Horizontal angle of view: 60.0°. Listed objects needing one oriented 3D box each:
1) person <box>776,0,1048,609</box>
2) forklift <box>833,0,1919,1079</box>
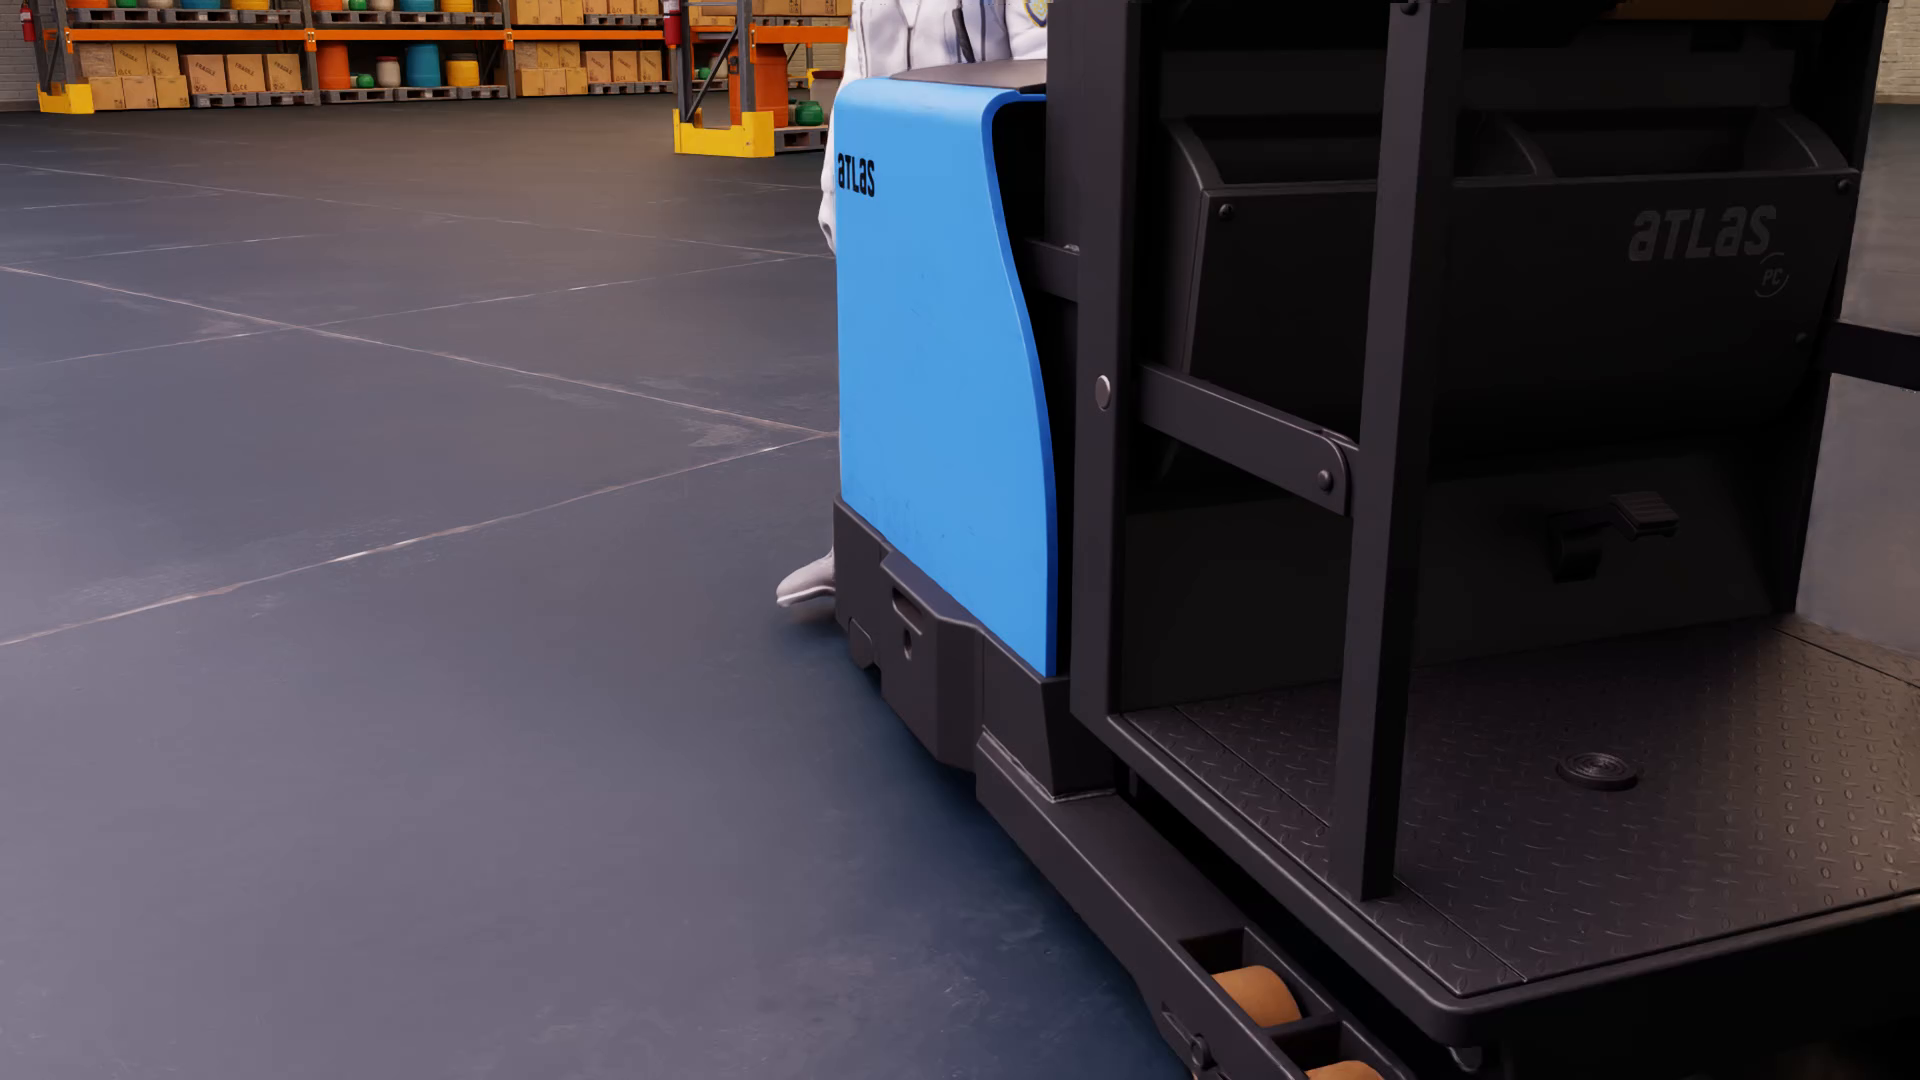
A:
[{"bbox_3d":[-0.076,-0.669,3.346,0.667,1.635,0.760,8,19,25],"label":"person"},{"bbox_3d":[0.753,-0.846,1.683,1.130,2.935,3.031,-6,18,-20],"label":"forklift"}]
